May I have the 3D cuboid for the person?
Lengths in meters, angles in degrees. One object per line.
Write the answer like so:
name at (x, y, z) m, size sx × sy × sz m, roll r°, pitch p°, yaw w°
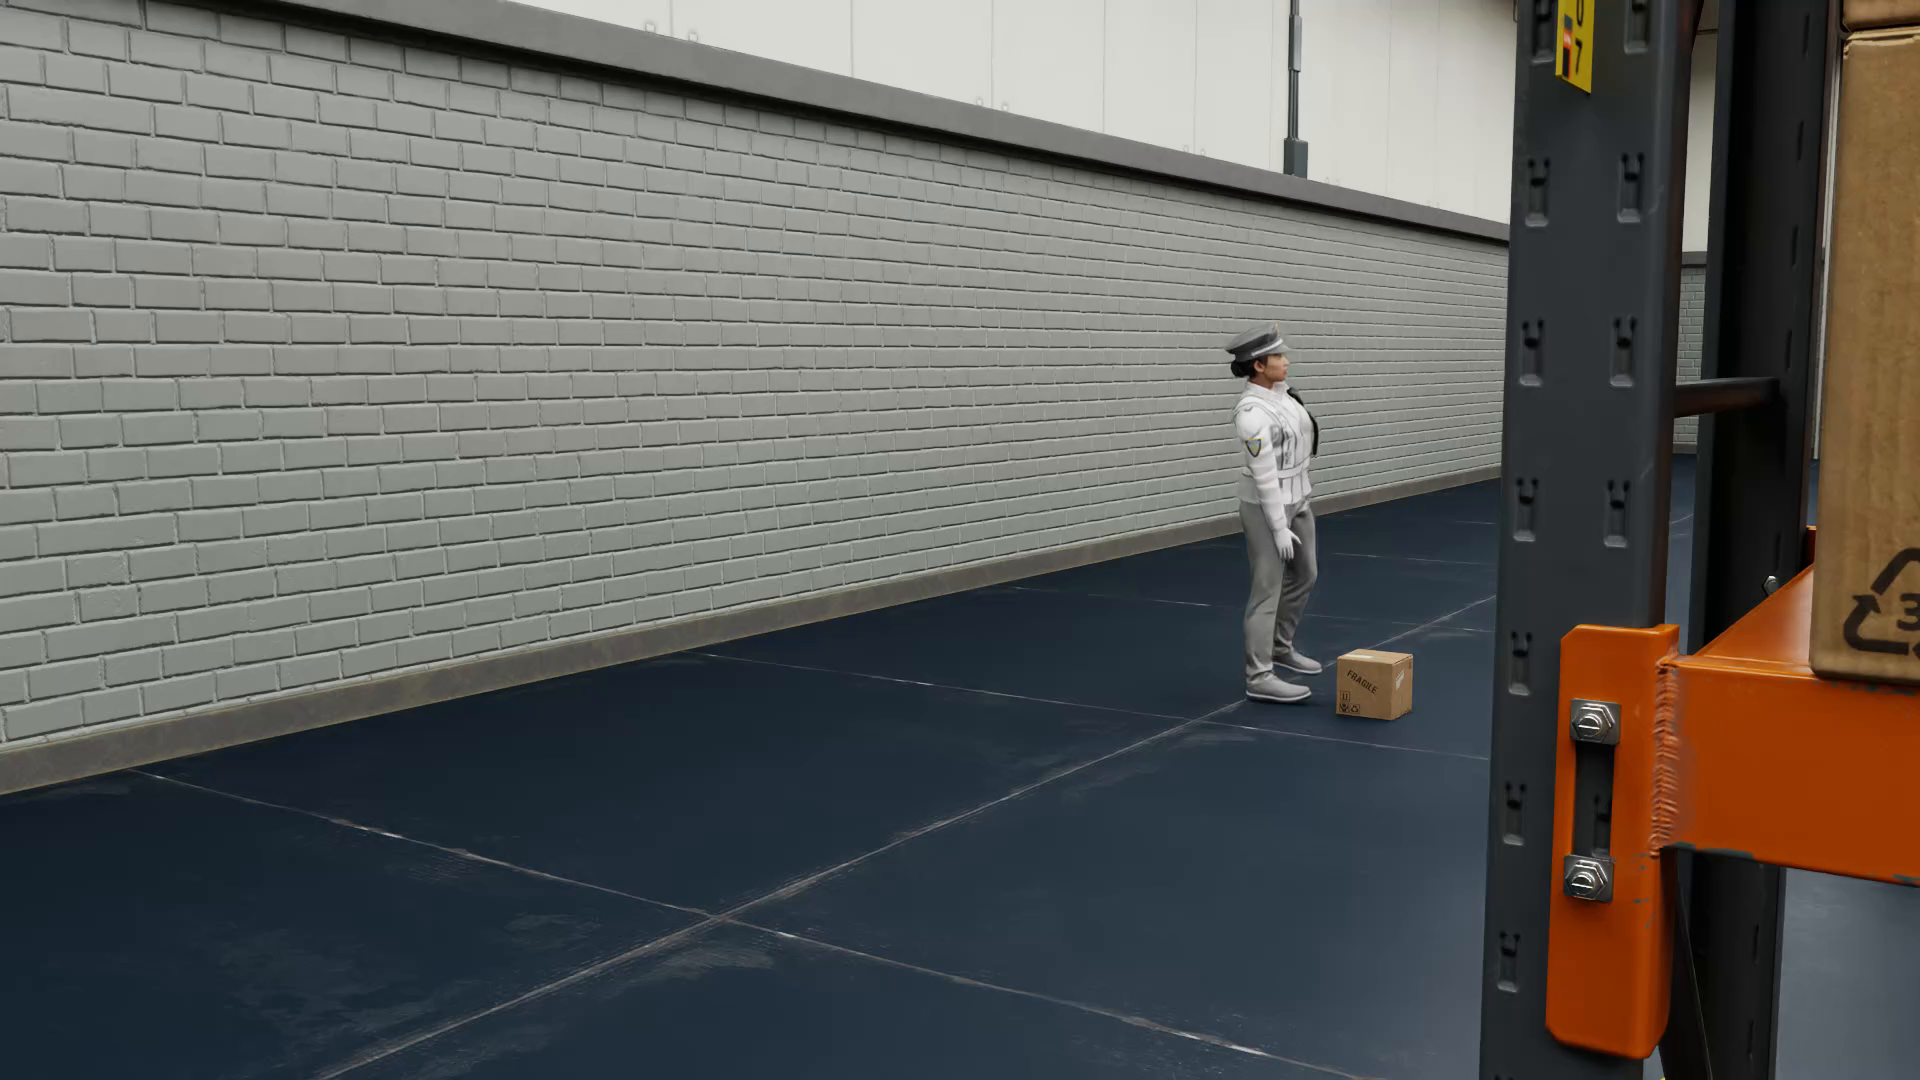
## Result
person at (1.434, -0.129, 7.446) m, size 0.373 × 1.678 × 0.753 m, roll 4°, pitch 8°, yaw 34°
